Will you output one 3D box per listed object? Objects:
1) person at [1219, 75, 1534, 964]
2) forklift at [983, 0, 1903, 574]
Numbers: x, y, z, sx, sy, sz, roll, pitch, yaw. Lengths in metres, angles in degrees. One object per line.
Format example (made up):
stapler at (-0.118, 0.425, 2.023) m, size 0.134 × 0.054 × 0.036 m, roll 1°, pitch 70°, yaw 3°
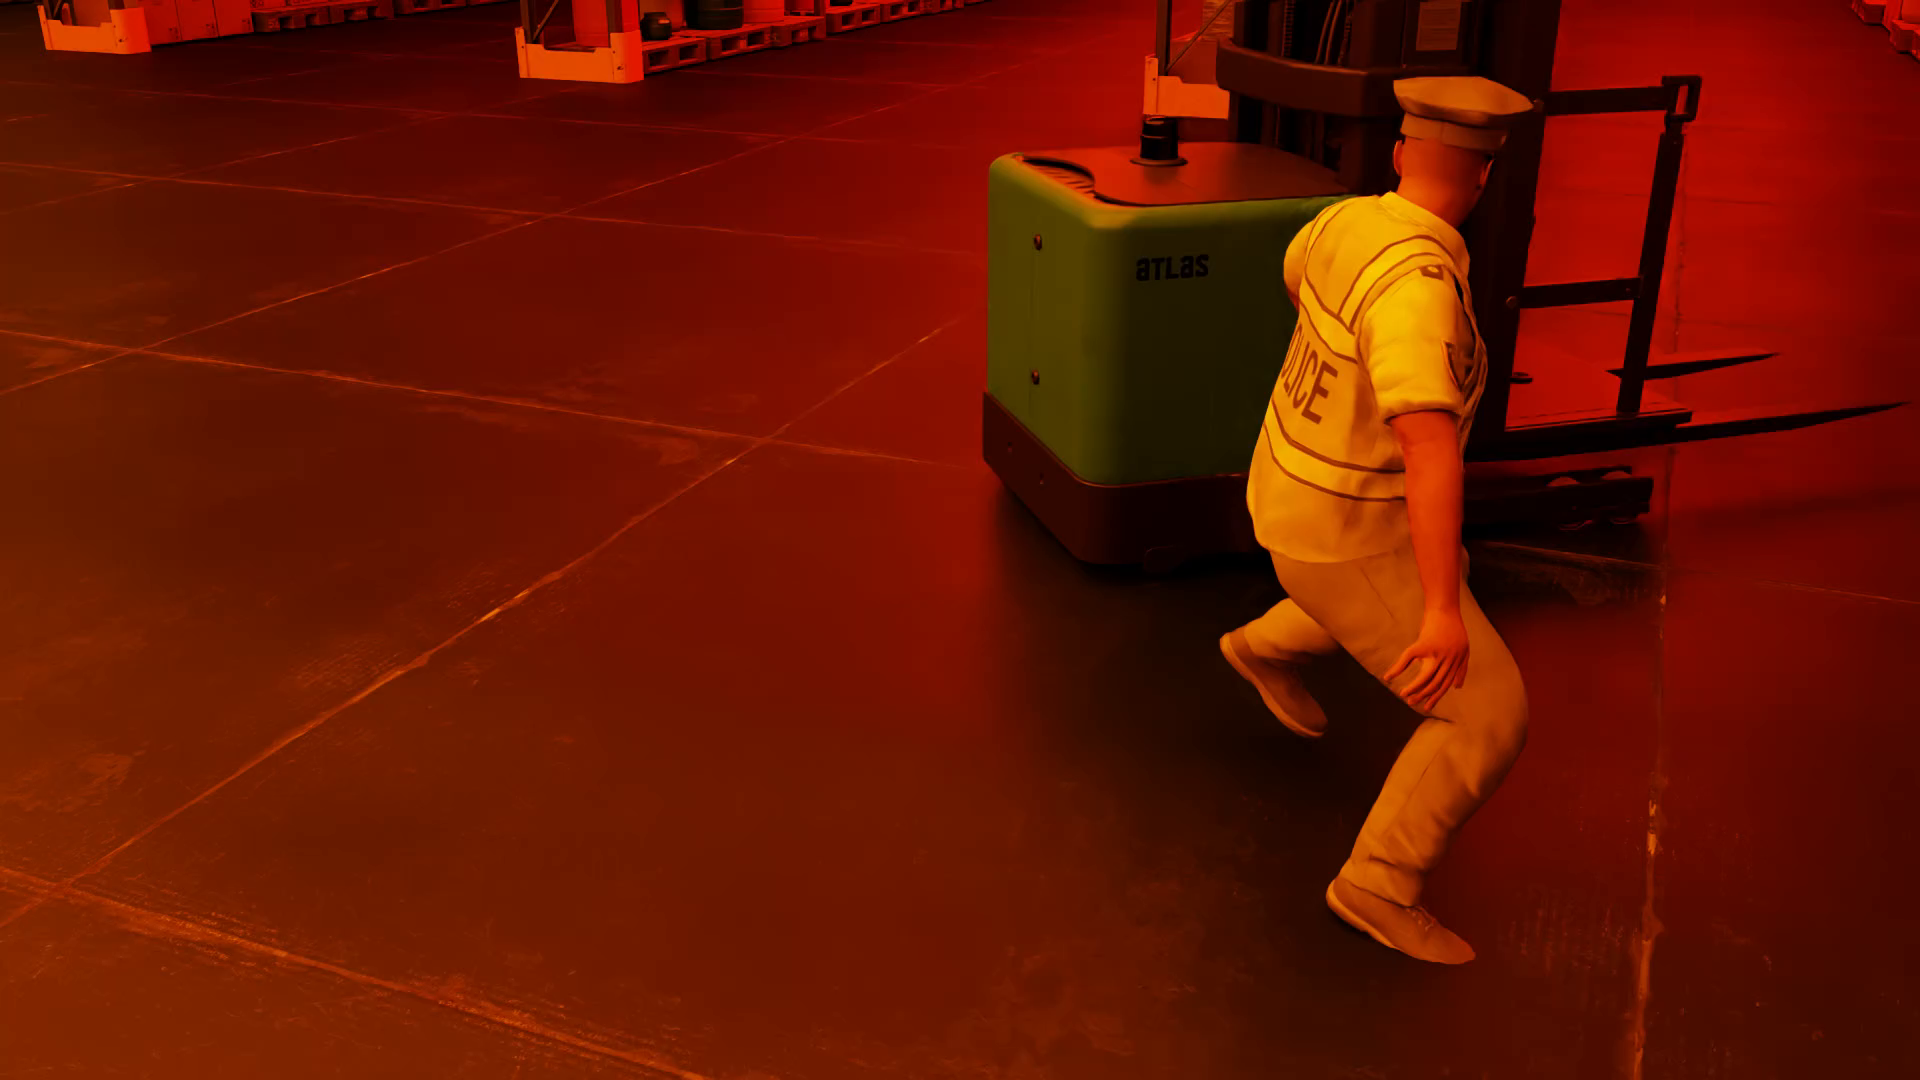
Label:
person at (0.818, -0.041, 3.198) m, size 0.508 × 1.641 × 1.141 m, roll 2°, pitch 23°, yaw 4°
forklift at (1.651, -1.566, 5.039) m, size 3.031 × 2.935 × 1.130 m, roll -7°, pitch 24°, yaw -16°
